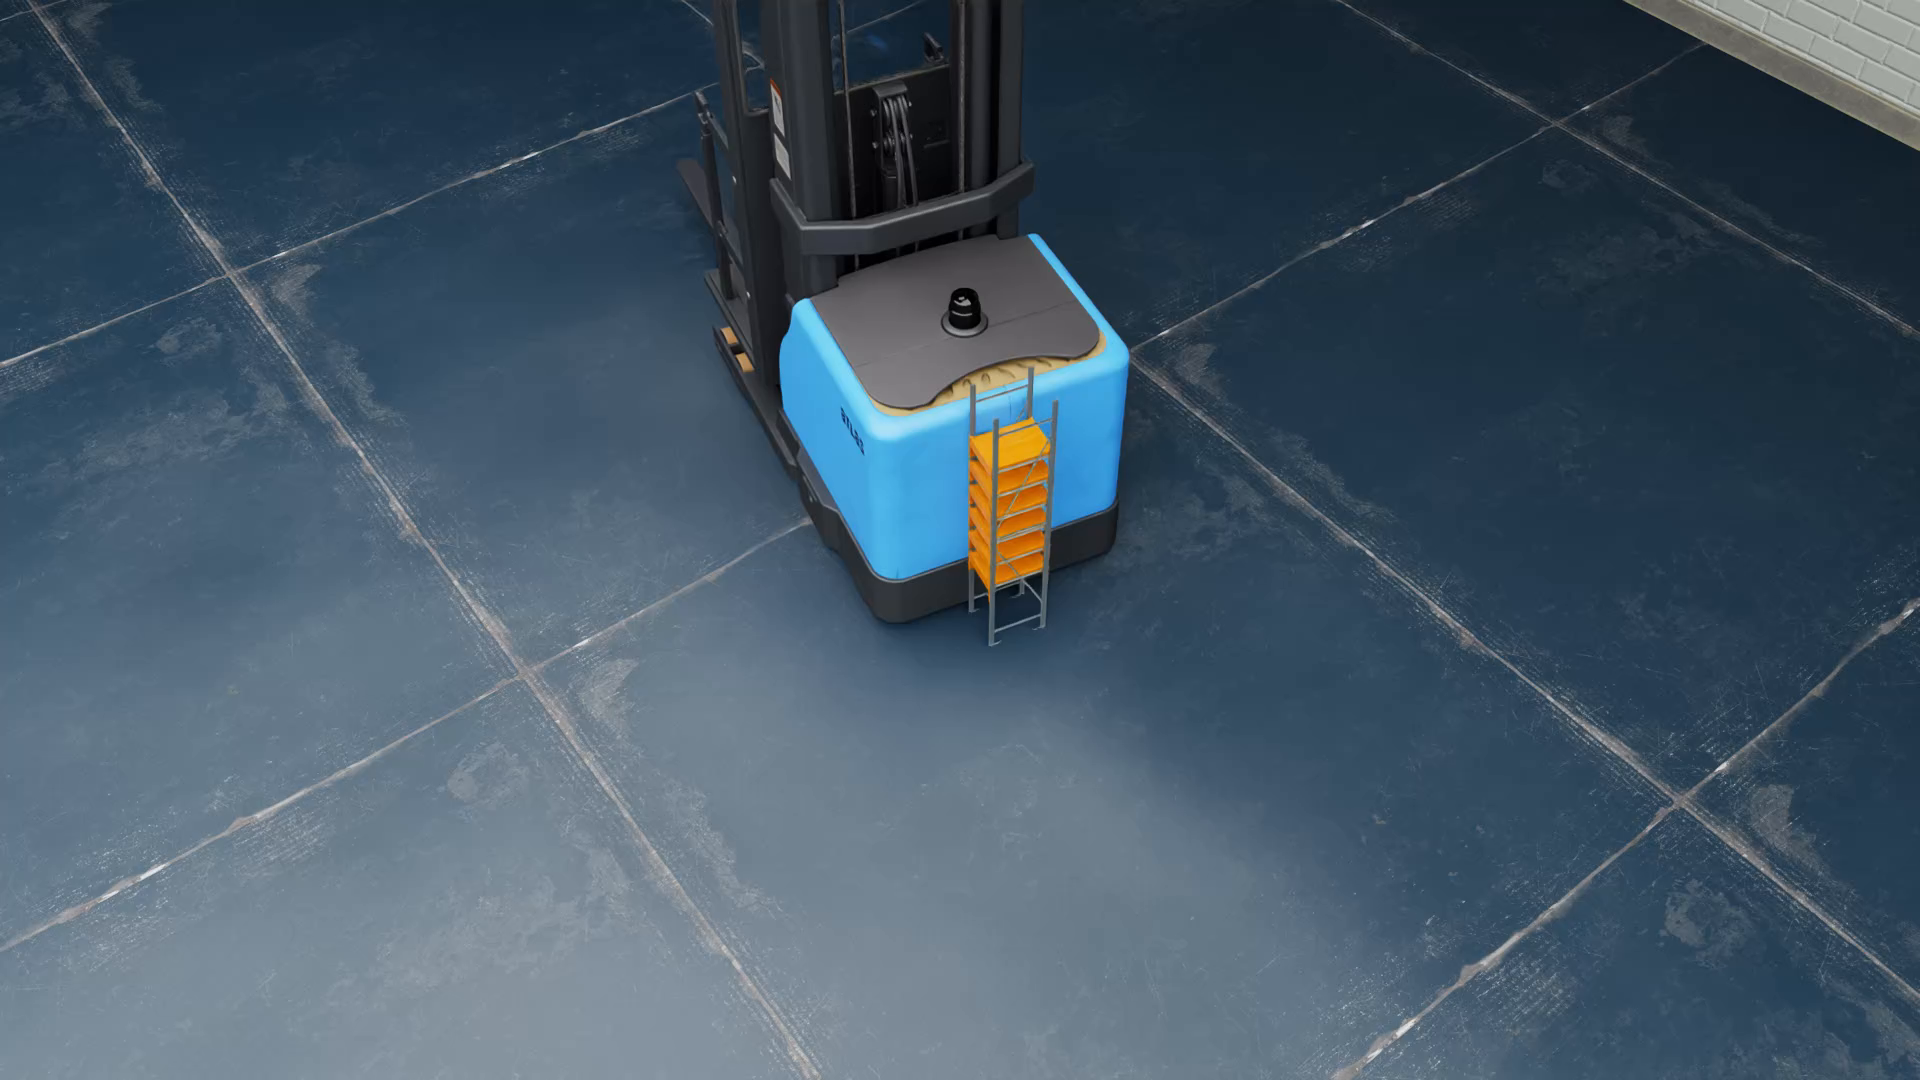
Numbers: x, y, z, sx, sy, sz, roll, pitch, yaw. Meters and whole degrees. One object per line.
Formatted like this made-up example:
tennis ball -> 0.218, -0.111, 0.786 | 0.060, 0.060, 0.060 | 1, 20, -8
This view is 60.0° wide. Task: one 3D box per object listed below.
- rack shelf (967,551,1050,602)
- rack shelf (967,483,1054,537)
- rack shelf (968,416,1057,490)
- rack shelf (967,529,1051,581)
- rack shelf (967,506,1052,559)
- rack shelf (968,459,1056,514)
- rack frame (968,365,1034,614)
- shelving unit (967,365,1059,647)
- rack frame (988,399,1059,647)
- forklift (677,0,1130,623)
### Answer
rack shelf -> 0.181, 0.099, 6.233 | 0.258, 0.103, 0.180 | -19, 51, -16
rack shelf -> 0.182, -0.143, 5.966 | 0.258, 0.103, 0.180 | -19, 51, -16
rack shelf -> 0.182, -0.304, 5.789 | 0.258, 0.103, 0.180 | -19, 51, -16
rack shelf -> 0.181, 0.018, 6.144 | 0.258, 0.103, 0.180 | -19, 51, -16
rack shelf -> 0.181, -0.062, 6.055 | 0.258, 0.103, 0.180 | -19, 51, -16
rack shelf -> 0.182, -0.223, 5.878 | 0.258, 0.103, 0.180 | -19, 51, -16
rack frame -> 0.143, -0.154, 6.078 | 0.240, 1.200, 0.006 | -19, 51, -16
shelving unit -> 0.182, -0.092, 6.022 | 0.258, 1.200, 0.189 | -19, 51, -16
rack frame -> 0.220, -0.030, 5.967 | 0.240, 1.200, 0.006 | -19, 51, -16
forklift -> -0.448, -1.774, 6.379 | 1.130, 2.935, 3.031 | -19, 51, -16
